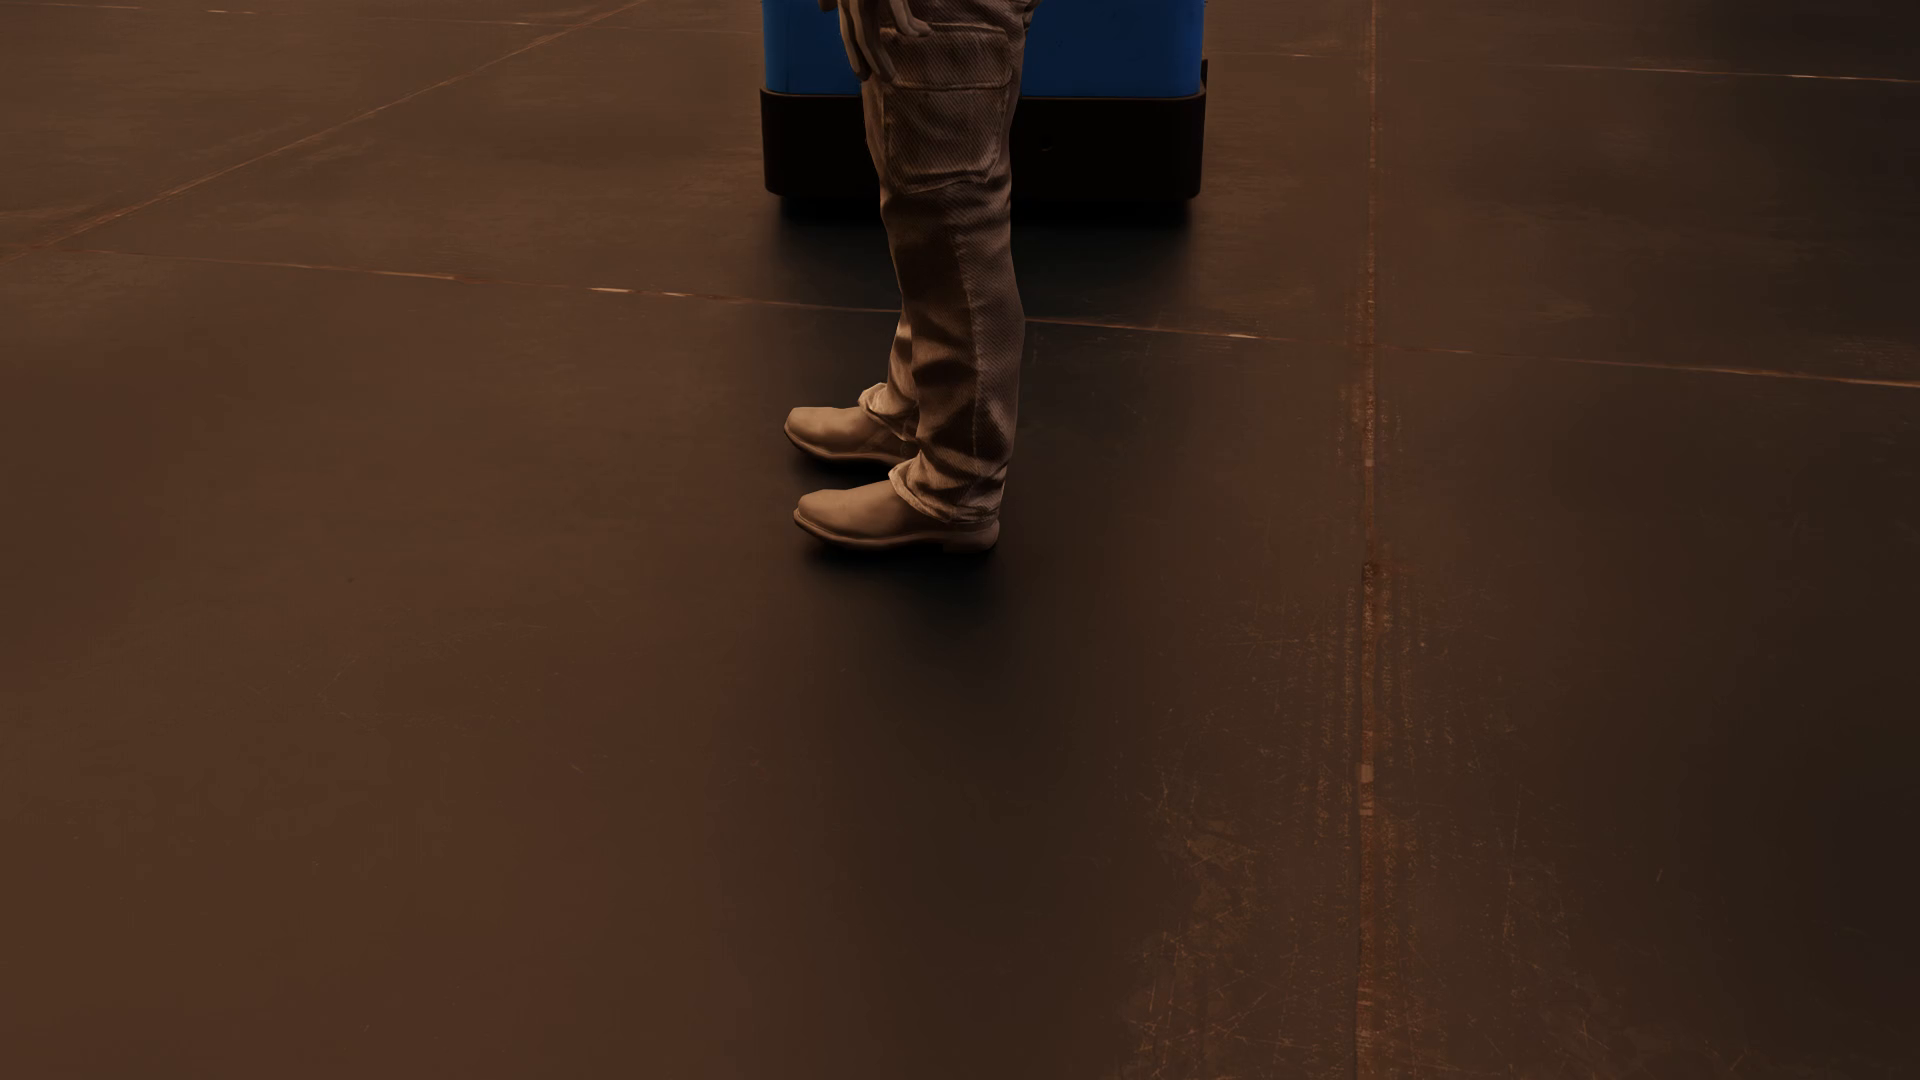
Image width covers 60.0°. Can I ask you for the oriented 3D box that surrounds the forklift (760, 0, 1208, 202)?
[{"bbox_3d":[0.114,-2.729,4.656,1.130,2.935,3.031,1,27,2],"label":"forklift"}]

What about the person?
[{"bbox_3d":[-0.069,-0.814,2.117,0.575,1.785,0.657,6,27,11],"label":"person"}]
